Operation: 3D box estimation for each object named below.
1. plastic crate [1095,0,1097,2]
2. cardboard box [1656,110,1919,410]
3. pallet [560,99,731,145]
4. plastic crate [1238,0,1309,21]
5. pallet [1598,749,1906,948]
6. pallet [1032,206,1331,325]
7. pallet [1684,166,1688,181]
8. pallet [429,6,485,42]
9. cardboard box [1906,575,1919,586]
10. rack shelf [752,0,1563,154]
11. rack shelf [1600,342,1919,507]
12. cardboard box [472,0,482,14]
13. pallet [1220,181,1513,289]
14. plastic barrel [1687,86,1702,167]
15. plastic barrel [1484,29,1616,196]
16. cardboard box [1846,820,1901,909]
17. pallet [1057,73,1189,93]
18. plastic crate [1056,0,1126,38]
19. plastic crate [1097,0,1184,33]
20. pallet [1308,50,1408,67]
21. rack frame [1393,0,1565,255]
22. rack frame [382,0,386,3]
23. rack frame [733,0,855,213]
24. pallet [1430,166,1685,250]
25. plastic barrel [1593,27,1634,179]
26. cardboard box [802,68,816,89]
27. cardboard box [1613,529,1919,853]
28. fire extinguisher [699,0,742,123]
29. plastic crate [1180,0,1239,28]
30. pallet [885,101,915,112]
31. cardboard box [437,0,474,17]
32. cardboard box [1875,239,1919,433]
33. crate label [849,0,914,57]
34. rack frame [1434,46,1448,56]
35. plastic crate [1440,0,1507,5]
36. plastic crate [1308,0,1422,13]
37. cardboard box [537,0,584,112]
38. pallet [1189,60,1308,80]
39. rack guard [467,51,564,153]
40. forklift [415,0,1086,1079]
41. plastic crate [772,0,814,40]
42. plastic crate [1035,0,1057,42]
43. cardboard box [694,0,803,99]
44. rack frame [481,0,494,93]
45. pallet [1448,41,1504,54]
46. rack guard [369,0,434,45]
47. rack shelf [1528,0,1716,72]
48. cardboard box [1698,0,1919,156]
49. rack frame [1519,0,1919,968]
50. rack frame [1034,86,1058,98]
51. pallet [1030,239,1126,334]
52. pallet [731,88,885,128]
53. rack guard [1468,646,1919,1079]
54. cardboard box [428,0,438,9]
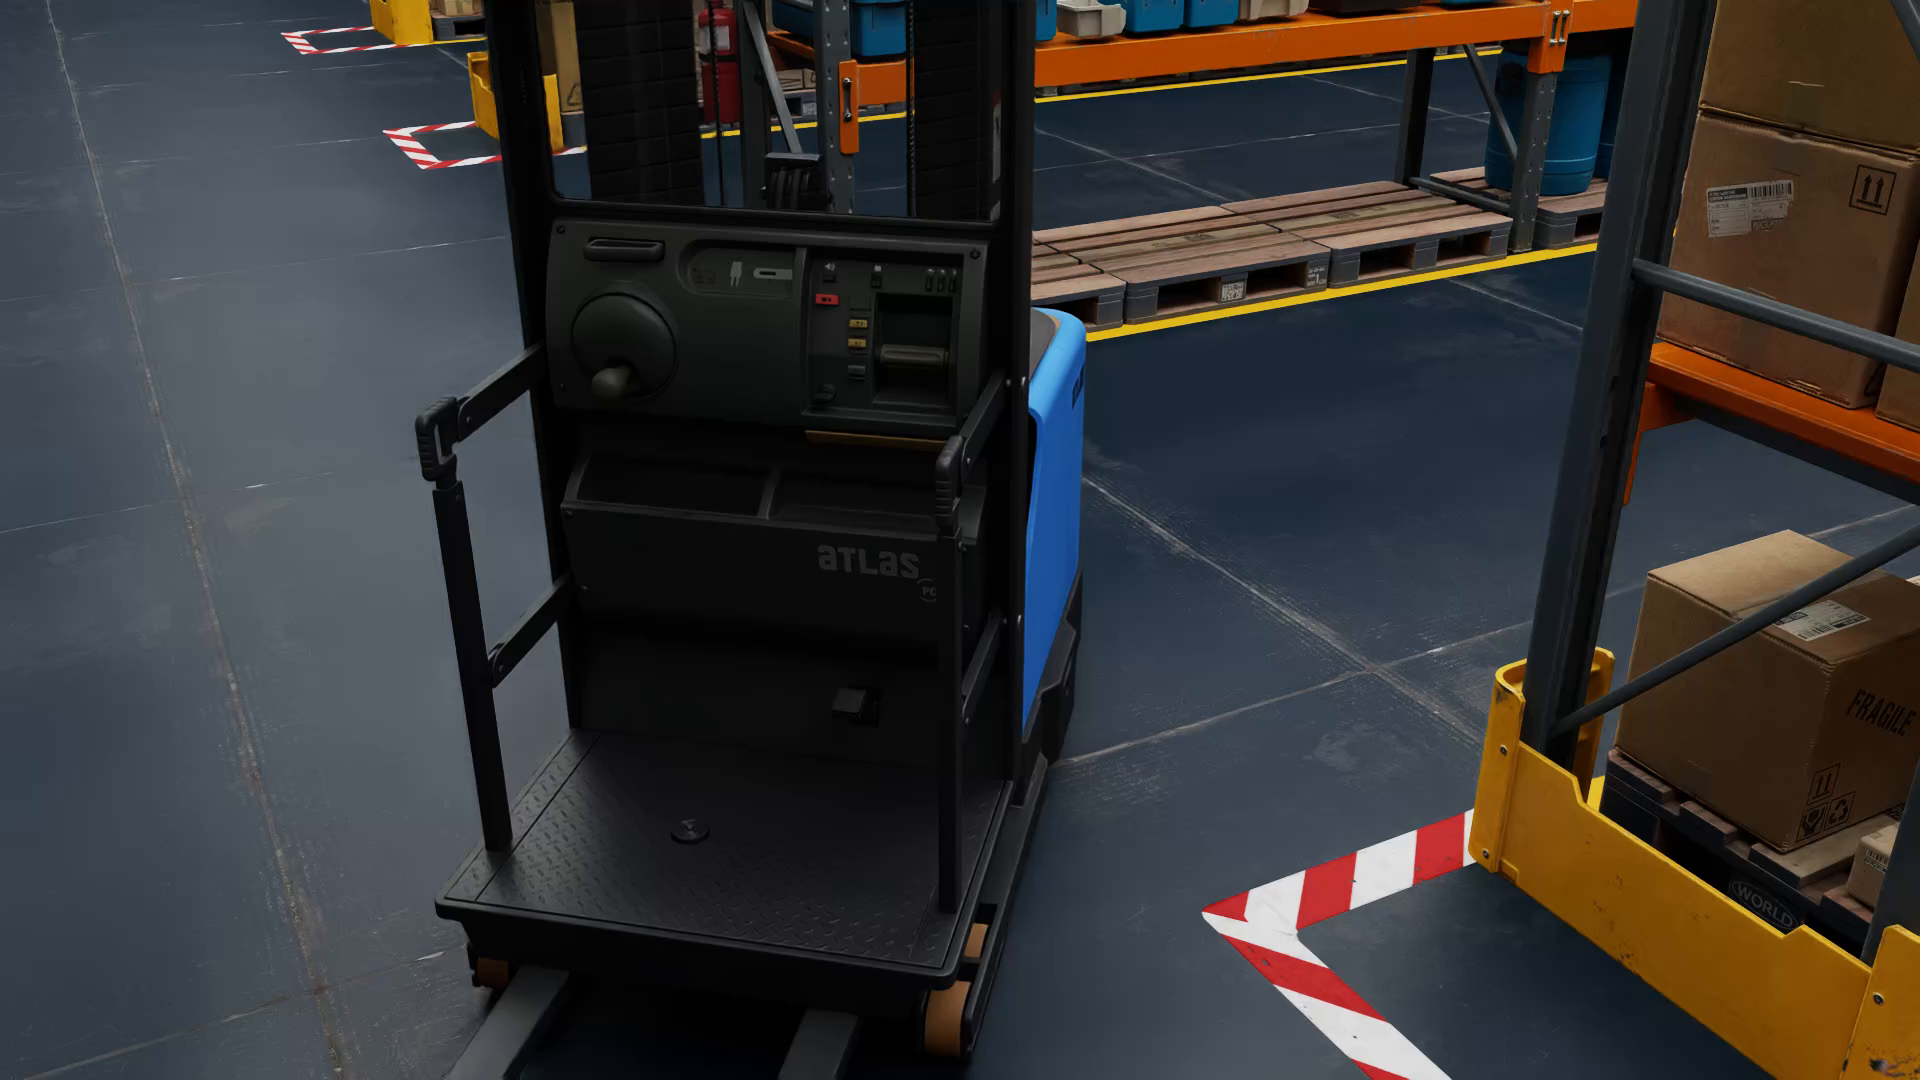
[{"bbox_3d":[0.656,-2.606,7.946,0.250,0.136,0.298,-13,29,-25],"label":"plastic crate"},{"bbox_3d":[1.867,-0.623,3.466,0.500,0.500,0.500,-12,28,-24],"label":"cardboard box"},{"bbox_3d":[-2.389,-3.102,11.968,1.213,0.211,1.003,-13,29,-25],"label":"pallet"},{"bbox_3d":[1.407,-2.529,7.786,0.466,0.136,0.293,-13,29,-25],"label":"plastic crate"},{"bbox_3d":[2.370,0.696,4.056,1.213,0.211,1.003,-13,29,-25],"label":"pallet"},{"bbox_3d":[1.094,-1.418,8.460,1.213,0.211,1.003,-13,29,-25],"label":"pallet"},{"bbox_3d":[4.580,-2.224,10.139,1.213,0.211,1.003,-13,29,-25],"label":"pallet"},{"bbox_3d":[-4.502,-4.992,15.903,1.213,0.211,1.003,-13,29,-25],"label":"pallet"},{"bbox_3d":[2.816,0.272,4.387,0.500,0.250,0.500,-13,29,-25],"label":"cardboard box"},{"bbox_3d":[1.037,-2.358,8.027,4.000,0.370,1.077,-13,29,-25],"label":"rack shelf"},{"bbox_3d":[3.365,-0.466,4.086,4.000,0.370,1.077,-13,29,-25],"label":"rack shelf"},{"bbox_3d":[-4.498,-5.055,15.621,0.250,0.149,0.380,-13,29,-25],"label":"cardboard box"},{"bbox_3d":[2.171,-1.668,8.981,1.213,0.211,1.003,-13,29,-25],"label":"pallet"},{"bbox_3d":[4.455,-2.487,9.854,0.421,0.512,0.421,0,26,0],"label":"plastic barrel"},{"bbox_3d":[3.290,-2.438,9.300,0.708,0.901,0.600,-13,29,-25],"label":"plastic barrel"},{"bbox_3d":[2.131,0.750,3.507,0.250,0.149,0.380,-13,29,-25],"label":"cardboard box"},{"bbox_3d":[1.117,-3.910,13.650,1.213,0.211,1.003,-13,29,-25],"label":"pallet"},{"bbox_3d":[0.566,-2.280,7.268,0.298,0.136,0.250,-13,29,-25],"label":"plastic crate"},{"bbox_3d":[0.807,-2.419,7.448,0.300,0.233,0.416,-13,29,-25],"label":"plastic crate"},{"bbox_3d":[3.270,-4.407,14.686,1.213,0.211,1.003,-13,29,-25],"label":"pallet"},{"bbox_3d":[2.802,-3.090,8.720,0.127,3.000,1.000,-13,29,-25],"label":"rack frame"},{"bbox_3d":[-5.303,-6.082,14.951,0.127,3.000,1.000,-13,29,-25],"label":"rack frame"},{"bbox_3d":[-0.727,-2.275,7.023,0.127,3.000,1.000,-13,29,-25],"label":"rack frame"},{"bbox_3d":[3.502,-1.974,9.618,1.213,0.211,1.003,-13,29,-25],"label":"pallet"},{"bbox_3d":[3.915,-2.582,9.601,0.708,0.901,0.600,-13,29,-25],"label":"plastic barrel"},{"bbox_3d":[-0.943,-3.926,12.431,0.875,0.875,0.875,-13,29,-25],"label":"cardboard box"},{"bbox_3d":[1.964,0.341,3.954,0.500,0.500,0.500,-13,29,-25],"label":"cardboard box"},{"bbox_3d":[-1.074,-2.215,7.418,0.183,0.674,0.296,-13,29,-25],"label":"fire extinguisher"},{"bbox_3d":[1.072,-2.481,7.575,0.300,0.233,0.416,-13,29,-25],"label":"plastic crate"},{"bbox_3d":[-0.236,-3.599,13.003,1.213,0.211,1.003,-13,29,-25],"label":"pallet"},{"bbox_3d":[-4.690,-4.970,15.445,0.250,0.149,0.380,-12,28,-24],"label":"cardboard box"},{"bbox_3d":[2.116,-0.417,3.038,0.500,0.500,0.500,-12,28,-24],"label":"cardboard box"},{"bbox_3d":[-0.355,-2.151,6.889,0.303,0.233,0.416,-13,29,-25],"label":"crate label"},{"bbox_3d":[4.001,-5.796,14.356,0.127,3.000,1.000,-13,29,-25],"label":"rack frame"},{"bbox_3d":[2.551,-2.884,8.241,0.575,0.384,0.392,-13,29,-25],"label":"plastic crate"},{"bbox_3d":[1.941,-2.662,8.078,0.590,0.125,0.437,-13,29,-25],"label":"plastic crate"},{"bbox_3d":[-2.531,-3.559,11.667,0.875,0.875,0.875,-13,29,-25],"label":"cardboard box"},{"bbox_3d":[2.195,-4.160,14.172,1.213,0.211,1.003,-13,29,-25],"label":"pallet"},{"bbox_3d":[-3.079,-3.035,11.494,0.348,0.500,1.175,-13,29,-25],"label":"rack guard"},{"bbox_3d":[-0.449,-0.412,3.223,1.130,2.935,3.031,5,26,11],"label":"forklift"},{"bbox_3d":[-0.520,-2.458,7.293,0.499,0.435,0.616,-13,29,-25],"label":"plastic crate"},{"bbox_3d":[0.226,-2.285,7.168,0.300,0.233,0.416,-13,29,-25],"label":"plastic crate"},{"bbox_3d":[-1.728,-3.744,12.053,0.875,0.875,0.875,-13,29,-25],"label":"cardboard box"},{"bbox_3d":[-3.058,-4.167,10.963,0.127,3.000,1.000,-13,29,-25],"label":"rack frame"},{"bbox_3d":[4.691,-4.698,15.290,1.213,0.211,1.003,-13,29,-25],"label":"pallet"},{"bbox_3d":[-5.236,-4.970,15.524,0.348,0.500,1.175,-13,29,-25],"label":"rack guard"},{"bbox_3d":[4.567,-3.173,9.724,4.000,0.370,1.077,-13,29,-25],"label":"rack shelf"},{"bbox_3d":[1.863,-1.074,3.251,0.500,0.500,0.500,-13,29,-26],"label":"cardboard box"},{"bbox_3d":[1.600,-0.383,3.081,0.127,3.000,1.000,-13,29,-25],"label":"rack frame"},{"bbox_3d":[0.471,-4.981,12.660,0.127,3.000,1.000,-13,29,-25],"label":"rack frame"},{"bbox_3d":[0.018,-1.171,7.946,1.213,0.211,1.003,-13,29,-25],"label":"pallet"},{"bbox_3d":[-1.314,-3.349,12.482,1.213,0.211,1.003,-13,29,-25],"label":"pallet"},{"bbox_3d":[1.667,0.729,3.655,0.348,0.500,1.175,-13,29,-25],"label":"rack guard"},{"bbox_3d":[-4.937,-5.173,15.866,0.250,0.149,0.380,-12,28,-24],"label":"cardboard box"}]
